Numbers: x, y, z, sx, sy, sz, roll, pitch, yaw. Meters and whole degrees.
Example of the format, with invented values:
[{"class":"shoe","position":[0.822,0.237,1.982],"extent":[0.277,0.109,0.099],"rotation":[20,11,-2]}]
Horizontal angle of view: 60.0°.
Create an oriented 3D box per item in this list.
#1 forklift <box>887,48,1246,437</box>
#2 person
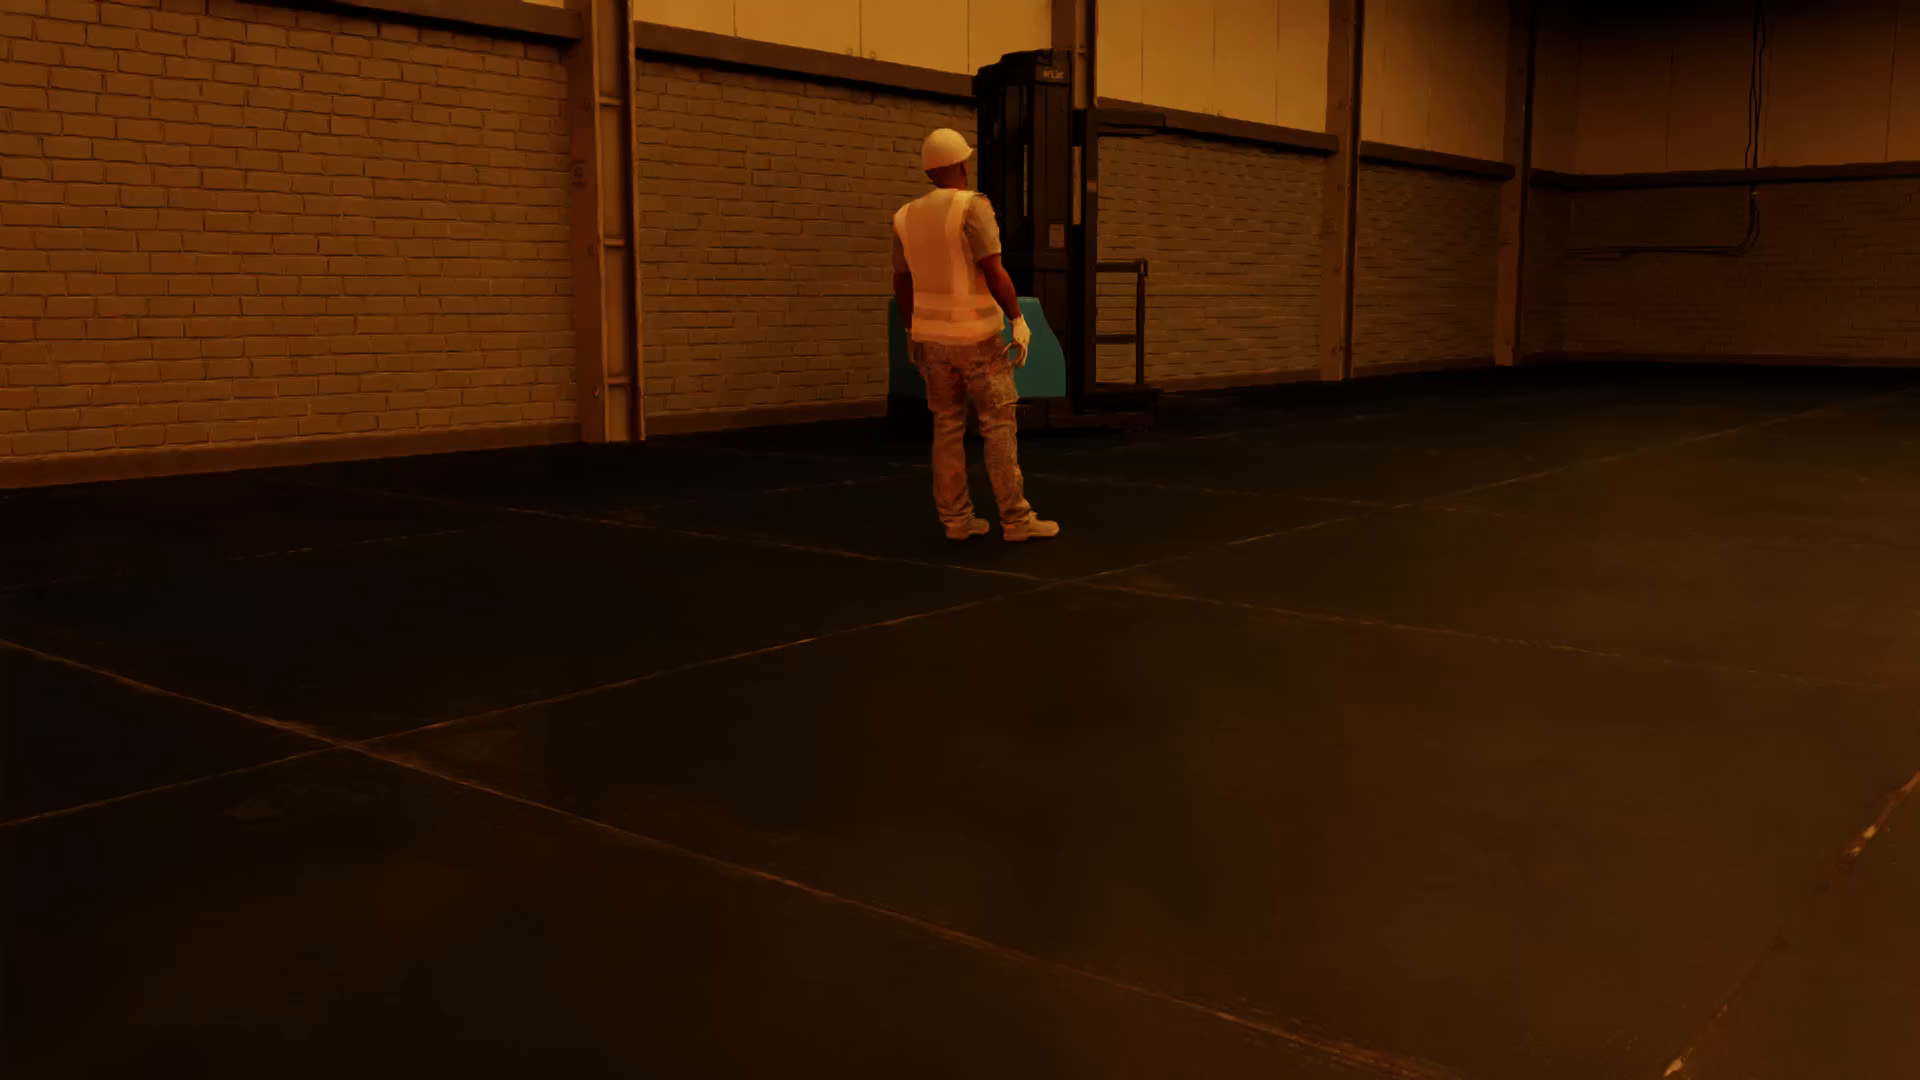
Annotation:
[{"class":"forklift","position":[0.949,-2.355,13.375],"extent":[3.031,2.935,1.130],"rotation":[-5,10,-31]},{"class":"person","position":[0.052,-0.896,7.326],"extent":[0.655,1.782,0.575],"rotation":[7,11,38]}]
